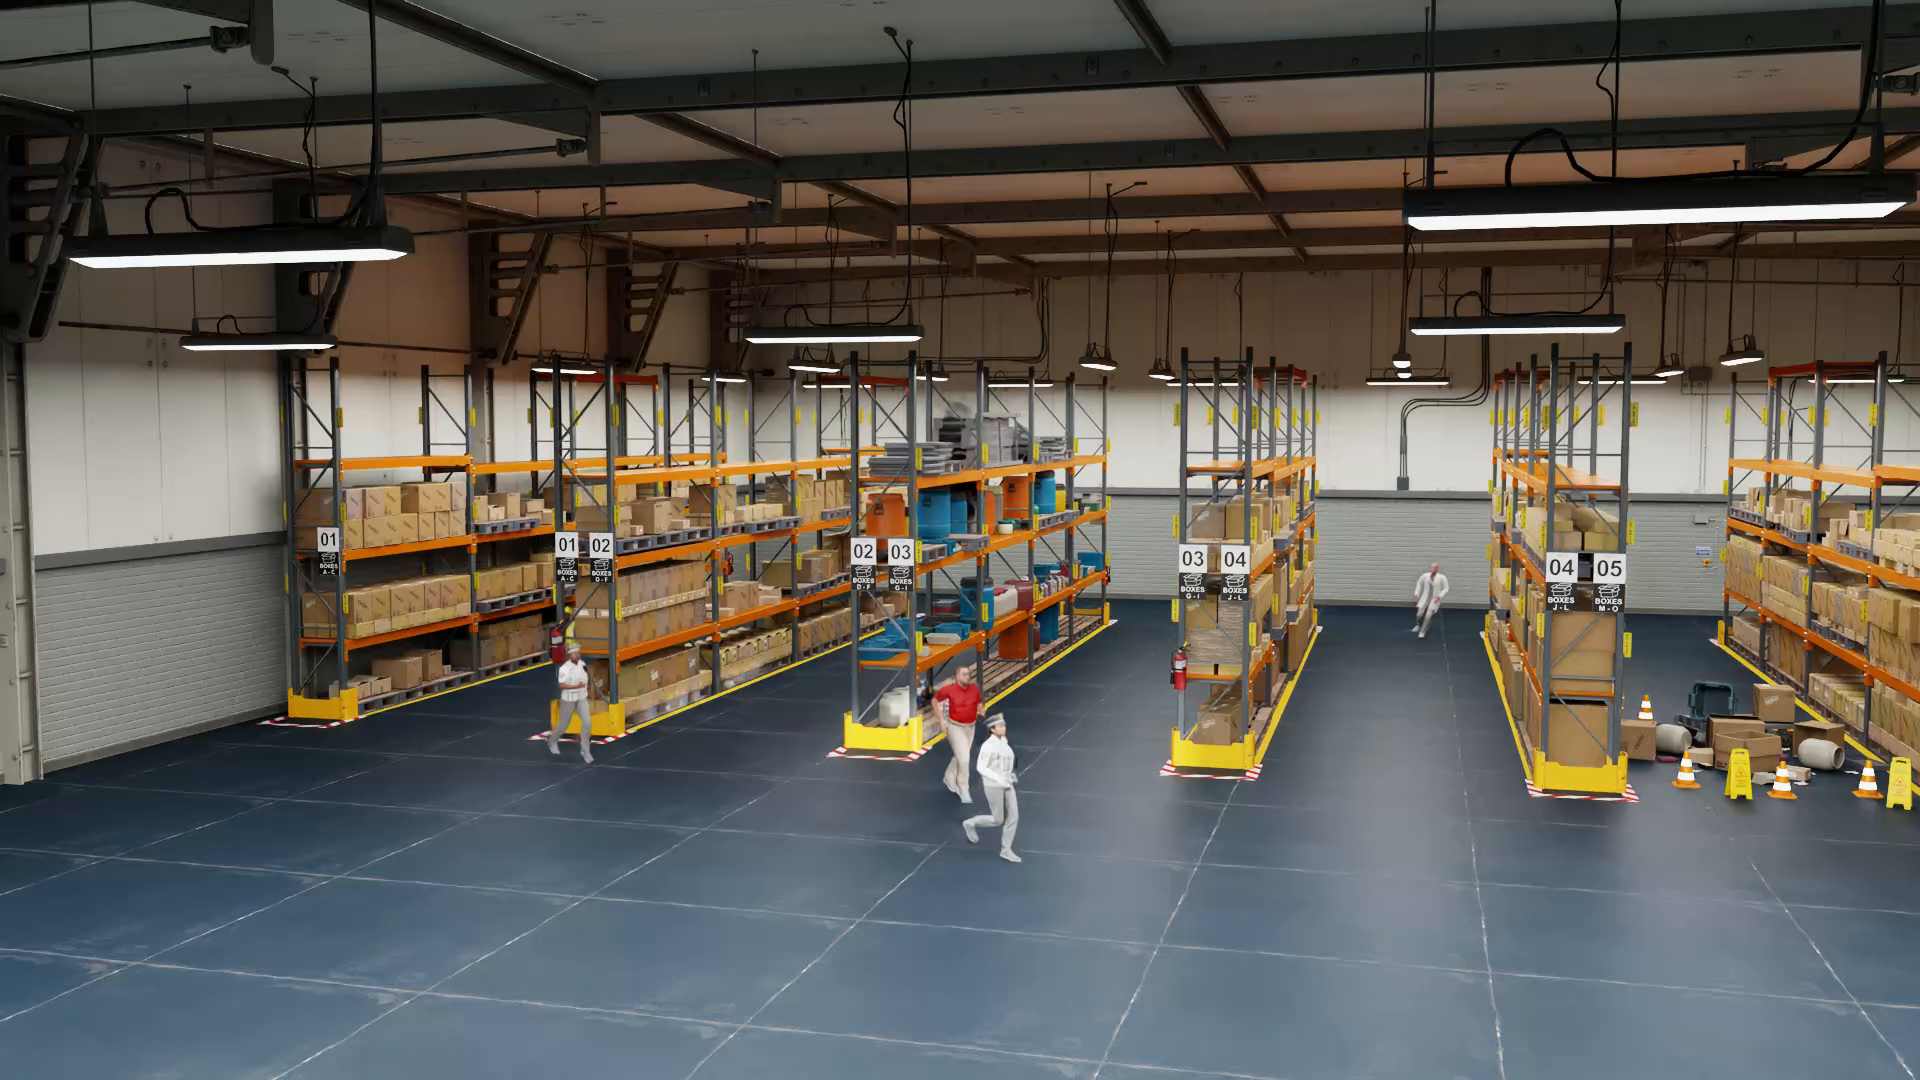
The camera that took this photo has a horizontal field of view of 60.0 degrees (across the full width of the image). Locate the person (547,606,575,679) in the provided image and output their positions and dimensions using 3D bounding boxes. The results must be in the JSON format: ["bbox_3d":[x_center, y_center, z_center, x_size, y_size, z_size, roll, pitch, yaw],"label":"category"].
[{"bbox_3d":[-6.836,2.019,28.738,0.680,1.750,0.626,1,4,11],"label":"person"}]

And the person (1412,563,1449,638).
[{"bbox_3d":[10.730,1.368,37.944,0.843,1.710,0.645,2,5,28],"label":"person"}]

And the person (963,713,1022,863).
[{"bbox_3d":[0.398,2.794,18.937,0.747,1.682,0.617,3,5,35],"label":"person"}]

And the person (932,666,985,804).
[{"bbox_3d":[0.022,2.546,21.917,0.645,1.787,0.797,-3,5,-39],"label":"person"}]

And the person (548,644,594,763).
[{"bbox_3d":[-5.685,2.370,24.417,0.588,1.747,0.896,-4,6,-43],"label":"person"}]
